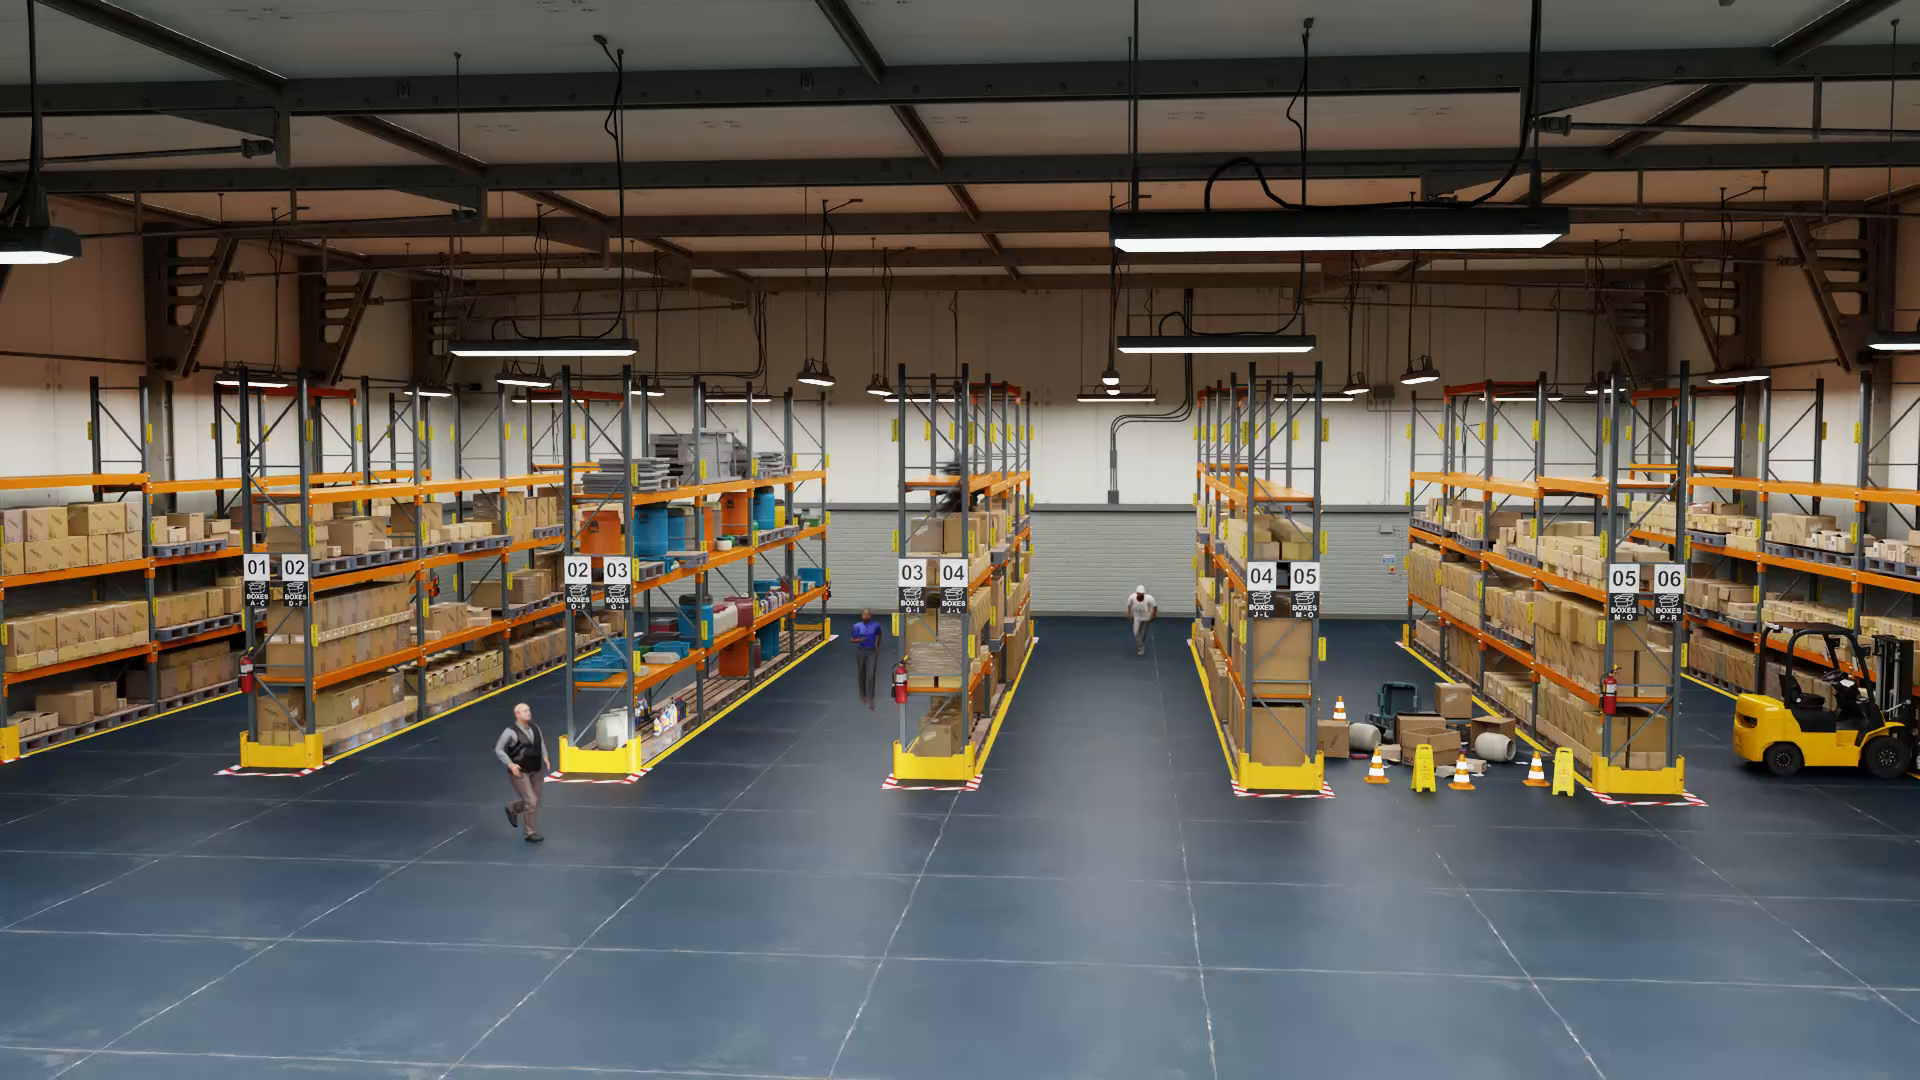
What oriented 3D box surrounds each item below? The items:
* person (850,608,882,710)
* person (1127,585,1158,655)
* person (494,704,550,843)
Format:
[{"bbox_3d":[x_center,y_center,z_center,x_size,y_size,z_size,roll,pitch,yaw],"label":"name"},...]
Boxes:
[{"bbox_3d":[-1.609,2.030,28.711,0.566,1.718,0.725,0,4,-6],"label":"person"},{"bbox_3d":[4.150,1.799,37.762,0.702,1.609,1.042,1,4,15],"label":"person"},{"bbox_3d":[-5.388,2.846,20.434,0.772,1.686,0.694,2,4,34],"label":"person"}]
